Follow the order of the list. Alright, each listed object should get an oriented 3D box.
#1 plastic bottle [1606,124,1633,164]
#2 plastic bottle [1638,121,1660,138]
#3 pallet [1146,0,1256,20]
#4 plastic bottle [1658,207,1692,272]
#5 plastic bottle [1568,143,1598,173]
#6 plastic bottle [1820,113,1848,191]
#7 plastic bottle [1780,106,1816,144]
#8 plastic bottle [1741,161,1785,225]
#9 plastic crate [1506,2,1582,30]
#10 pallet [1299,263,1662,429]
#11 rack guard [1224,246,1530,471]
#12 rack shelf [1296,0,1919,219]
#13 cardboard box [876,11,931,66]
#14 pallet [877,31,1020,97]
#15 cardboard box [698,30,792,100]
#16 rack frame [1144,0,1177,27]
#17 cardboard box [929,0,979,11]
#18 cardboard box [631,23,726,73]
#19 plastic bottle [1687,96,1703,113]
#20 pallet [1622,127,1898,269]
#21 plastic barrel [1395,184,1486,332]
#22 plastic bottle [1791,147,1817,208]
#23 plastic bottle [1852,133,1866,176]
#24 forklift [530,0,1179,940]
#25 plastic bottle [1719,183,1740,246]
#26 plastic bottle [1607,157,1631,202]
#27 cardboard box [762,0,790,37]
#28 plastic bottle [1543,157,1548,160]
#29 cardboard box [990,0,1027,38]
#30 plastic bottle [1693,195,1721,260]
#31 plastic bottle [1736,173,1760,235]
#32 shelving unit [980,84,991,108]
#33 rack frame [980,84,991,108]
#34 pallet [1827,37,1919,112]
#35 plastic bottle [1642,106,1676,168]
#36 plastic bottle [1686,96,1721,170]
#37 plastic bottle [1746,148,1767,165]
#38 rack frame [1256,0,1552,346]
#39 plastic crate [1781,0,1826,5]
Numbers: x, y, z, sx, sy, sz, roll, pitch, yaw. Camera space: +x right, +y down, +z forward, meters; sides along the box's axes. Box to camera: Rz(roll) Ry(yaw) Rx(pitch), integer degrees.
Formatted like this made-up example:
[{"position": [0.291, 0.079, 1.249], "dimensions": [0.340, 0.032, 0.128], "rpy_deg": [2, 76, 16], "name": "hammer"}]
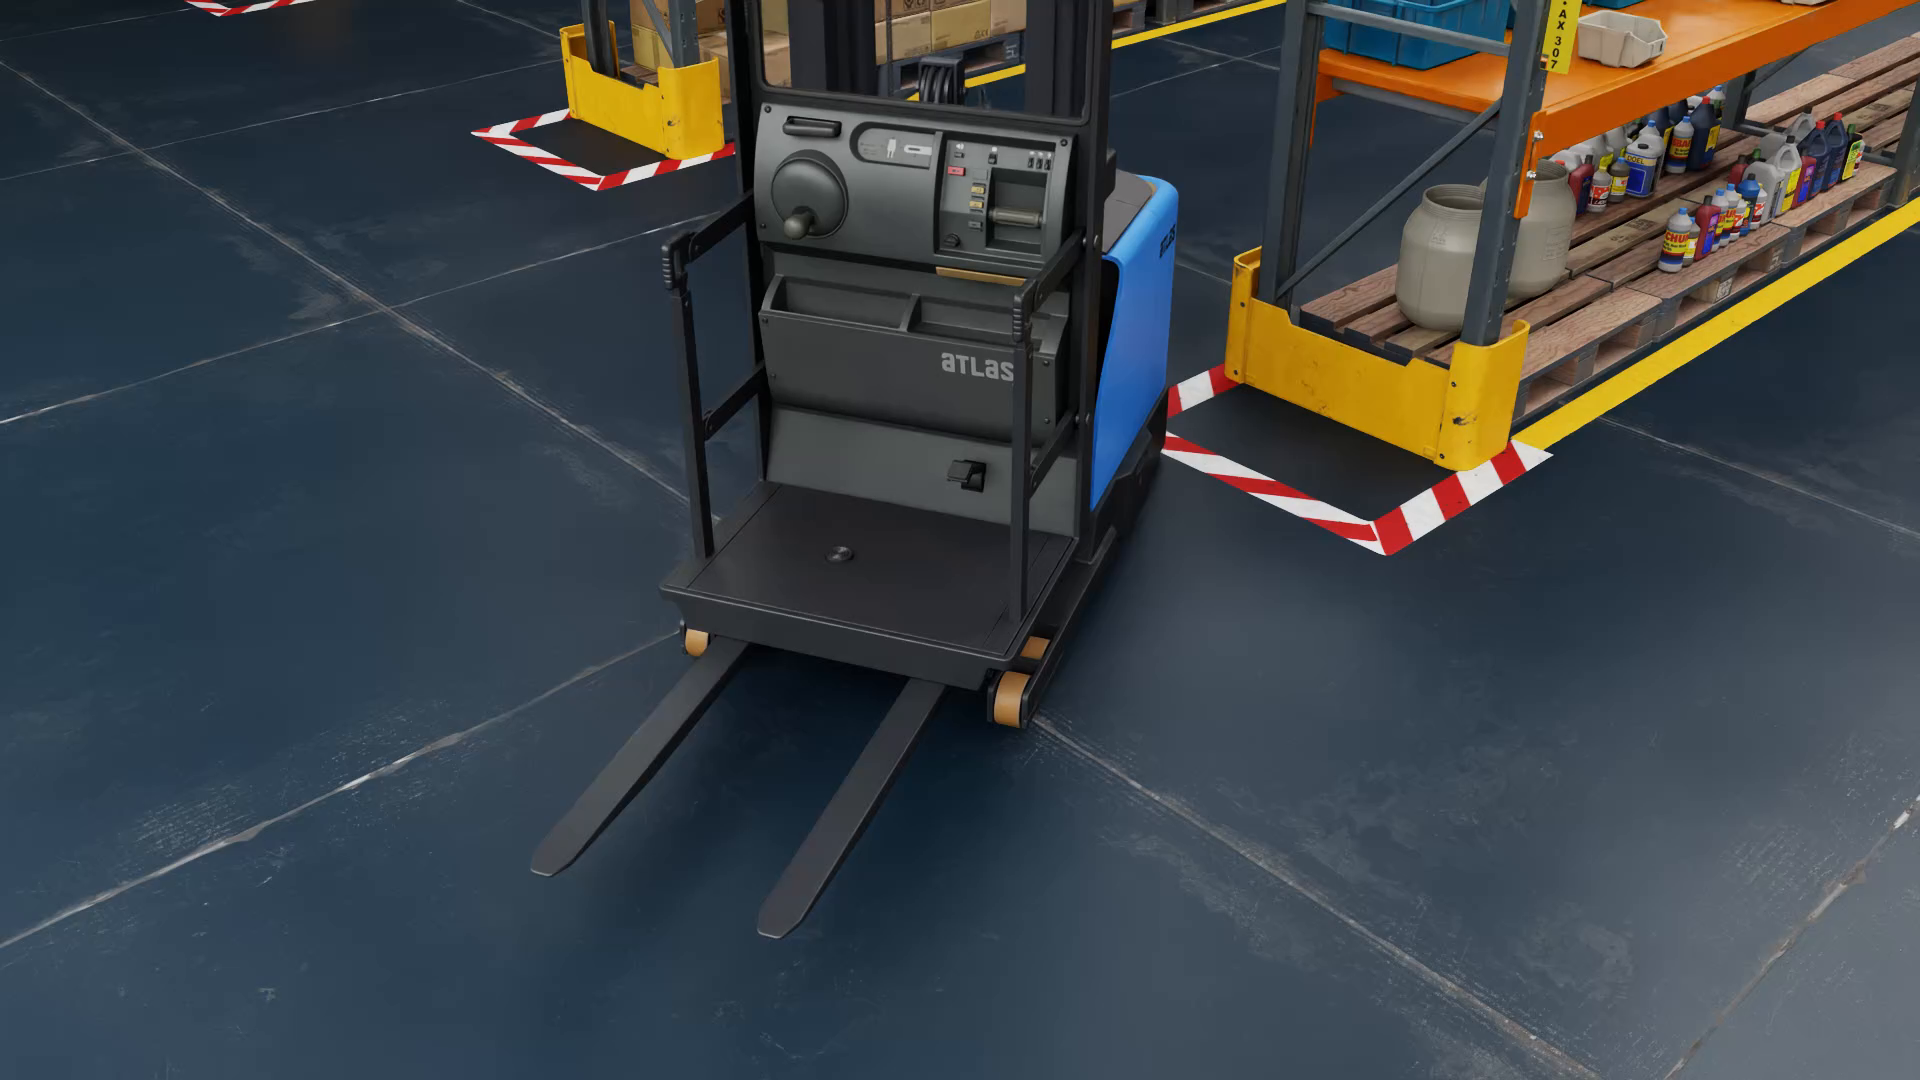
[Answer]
[{"position": [3.172, -1.891, 8.084], "dimensions": [0.185, 0.351, 0.144], "rpy_deg": [-26, 40, -36], "name": "plastic bottle"}, {"position": [3.401, -1.941, 8.242], "dimensions": [0.097, 0.271, 0.097], "rpy_deg": [0, 31, 0], "name": "plastic bottle"}, {"position": [1.644, -4.161, 12.353], "dimensions": [1.213, 0.211, 1.003], "rpy_deg": [-26, 40, -35], "name": "pallet"}, {"position": [3.104, -1.307, 7.206], "dimensions": [0.097, 0.271, 0.097], "rpy_deg": [0, 31, 0], "name": "plastic bottle"}, {"position": [2.917, -1.732, 7.897], "dimensions": [0.135, 0.276, 0.152], "rpy_deg": [-27, 41, -37], "name": "plastic bottle"}, {"position": [4.220, -1.897, 8.095], "dimensions": [0.185, 0.351, 0.144], "rpy_deg": [-27, 41, -37], "name": "plastic bottle"}, {"position": [4.122, -1.952, 8.185], "dimensions": [0.185, 0.351, 0.144], "rpy_deg": [-26, 40, -35], "name": "plastic bottle"}, {"position": [3.720, -1.627, 7.724], "dimensions": [0.135, 0.276, 0.152], "rpy_deg": [-25, 39, -35], "name": "plastic bottle"}, {"position": [2.206, -2.216, 6.642], "dimensions": [0.408, 0.251, 0.499], "rpy_deg": [-26, 40, -35], "name": "plastic crate"}, {"position": [2.186, -0.901, 7.021], "dimensions": [1.213, 0.211, 1.003], "rpy_deg": [-26, 40, -35], "name": "pallet"}, {"position": [1.586, -0.738, 6.478], "dimensions": [0.348, 0.500, 1.175], "rpy_deg": [-26, 40, -35], "name": "rack guard"}, {"position": [3.029, -2.162, 7.100], "dimensions": [4.000, 0.370, 1.077], "rpy_deg": [-26, 40, -35], "name": "rack shelf"}, {"position": [-0.527, -3.123, 10.215], "dimensions": [0.500, 0.250, 0.500], "rpy_deg": [-26, 40, -35], "name": "cardboard box"}, {"position": [-0.376, -3.184, 10.754], "dimensions": [1.213, 0.211, 1.003], "rpy_deg": [-26, 40, -35], "name": "pallet"}, {"position": [-1.258, -2.767, 9.633], "dimensions": [0.500, 0.250, 0.500], "rpy_deg": [-26, 40, -35], "name": "cardboard box"}, {"position": [1.131, -5.074, 11.173], "dimensions": [0.127, 3.000, 1.000], "rpy_deg": [-26, 40, -35], "name": "rack frame"}, {"position": [-0.156, -3.618, 10.305], "dimensions": [0.500, 0.500, 0.500], "rpy_deg": [-26, 40, -35], "name": "cardboard box"}, {"position": [-1.610, -2.965, 9.957], "dimensions": [0.500, 0.250, 0.500], "rpy_deg": [-26, 40, -35], "name": "cardboard box"}, {"position": [3.746, -2.133, 8.553], "dimensions": [0.135, 0.276, 0.152], "rpy_deg": [-24, 39, -34], "name": "plastic bottle"}, {"position": [3.975, -1.766, 8.436], "dimensions": [1.213, 0.211, 1.003], "rpy_deg": [-26, 40, -35], "name": "pallet"}, {"position": [1.993, -1.140, 6.721], "dimensions": [0.421, 0.512, 0.421], "rpy_deg": [0, 31, 0], "name": "plastic barrel"}, {"position": [3.988, -1.727, 7.880], "dimensions": [0.133, 0.283, 0.061], "rpy_deg": [-23, 38, -32], "name": "plastic bottle"}, {"position": [4.442, -1.924, 8.282], "dimensions": [0.097, 0.201, 0.097], "rpy_deg": [0, 31, 0], "name": "plastic bottle"}, {"position": [-0.212, -0.945, 4.485], "dimensions": [1.130, 2.935, 3.031], "rpy_deg": [11, 33, 17], "name": "forklift"}, {"position": [3.429, -1.464, 7.463], "dimensions": [0.097, 0.271, 0.097], "rpy_deg": [0, 31, 0], "name": "plastic bottle"}, {"position": [3.149, -1.730, 7.965], "dimensions": [0.097, 0.201, 0.097], "rpy_deg": [0, 31, 0], "name": "plastic bottle"}, {"position": [-0.893, -3.265, 9.728], "dimensions": [0.500, 0.500, 0.500], "rpy_deg": [-26, 40, -35], "name": "cardboard box"}, {"position": [2.685, -1.656, 7.765], "dimensions": [0.133, 0.283, 0.061], "rpy_deg": [-25, 39, -34], "name": "plastic bottle"}, {"position": [0.209, -3.476, 10.792], "dimensions": [0.500, 0.250, 0.500], "rpy_deg": [-26, 40, -35], "name": "cardboard box"}, {"position": [3.282, -1.386, 7.323], "dimensions": [0.133, 0.283, 0.061], "rpy_deg": [-25, 39, -35], "name": "plastic bottle"}, {"position": [3.577, -1.536, 7.580], "dimensions": [0.097, 0.271, 0.097], "rpy_deg": [0, 31, 0], "name": "plastic bottle"}, {"position": [-0.145, -1.121, 6.419], "dimensions": [0.503, 1.200, 0.258], "rpy_deg": [-3, 28, -5], "name": "shelving unit"}, {"position": [0.098, -1.133, 6.440], "dimensions": [0.015, 1.200, 0.240], "rpy_deg": [-3, 28, -5], "name": "rack frame"}, {"position": [5.940, -2.717, 9.991], "dimensions": [1.213, 0.211, 1.003], "rpy_deg": [-26, 40, -35], "name": "pallet"}, {"position": [3.483, -2.041, 8.331], "dimensions": [0.144, 0.351, 0.185], "rpy_deg": [27, 41, 37], "name": "plastic bottle"}, {"position": [3.720, -2.053, 8.350], "dimensions": [0.185, 0.351, 0.144], "rpy_deg": [-26, 40, -35], "name": "plastic bottle"}, {"position": [3.753, -1.716, 7.863], "dimensions": [0.133, 0.283, 0.061], "rpy_deg": [-26, 40, -35], "name": "plastic bottle"}, {"position": [1.563, -1.759, 5.752], "dimensions": [0.127, 3.000, 1.000], "rpy_deg": [-26, 40, -35], "name": "rack frame"}, {"position": [3.477, -2.393, 7.041], "dimensions": [0.437, 0.136, 0.530], "rpy_deg": [-26, 40, -35], "name": "plastic crate"}]
